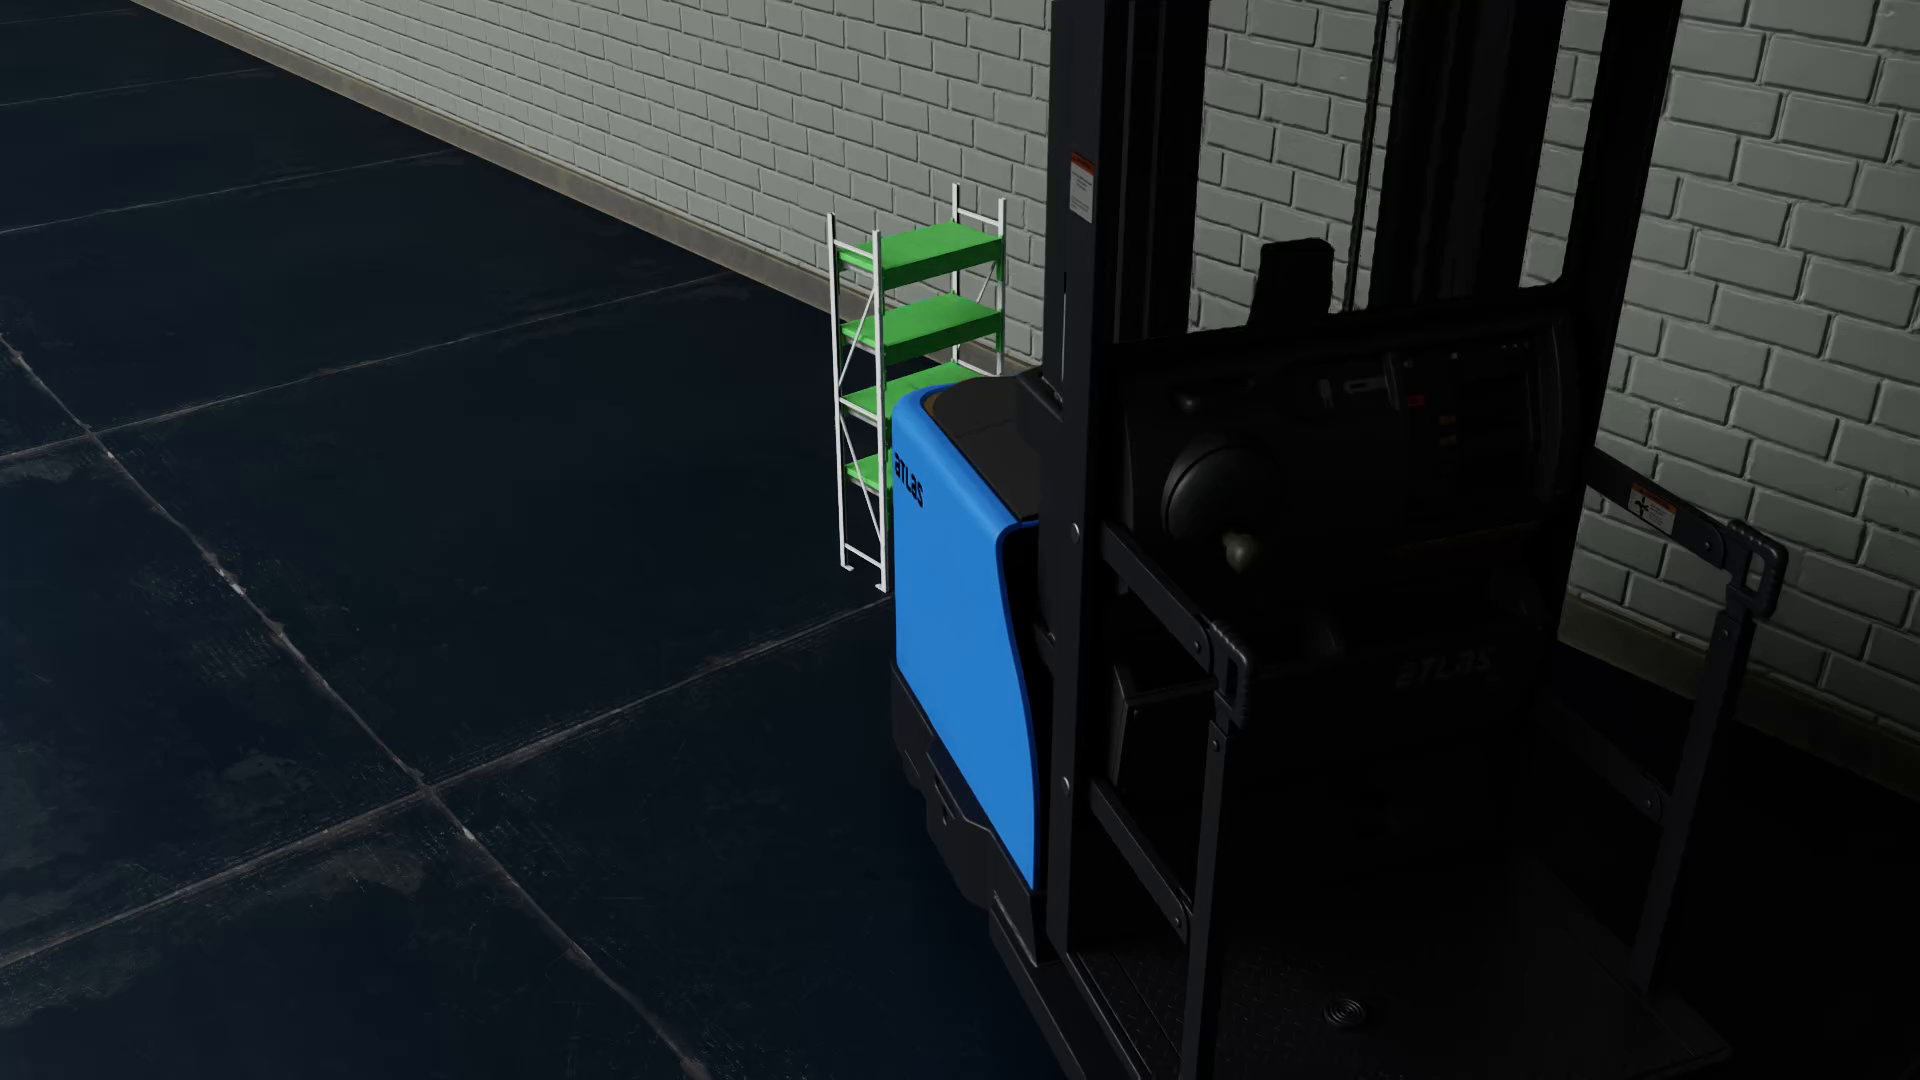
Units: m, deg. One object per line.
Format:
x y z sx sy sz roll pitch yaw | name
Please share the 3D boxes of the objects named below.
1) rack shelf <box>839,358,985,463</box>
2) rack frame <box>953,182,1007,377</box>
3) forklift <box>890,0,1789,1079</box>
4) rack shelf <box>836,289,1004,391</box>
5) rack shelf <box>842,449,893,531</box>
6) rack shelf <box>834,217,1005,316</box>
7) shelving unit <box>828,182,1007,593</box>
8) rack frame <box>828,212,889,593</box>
-0.126 -0.422 5.330 0.480 0.148 0.258 -22 35 -35 | rack shelf
0.060 -0.553 5.439 0.015 1.200 0.240 -22 35 -35 | rack frame
0.791 -0.139 2.828 1.130 2.935 3.031 -10 30 -17 | forklift
-0.126 -0.634 5.217 0.480 0.148 0.258 -22 35 -35 | rack shelf
-0.126 -0.211 5.443 0.480 0.148 0.258 -22 35 -35 | rack shelf
-0.126 -0.846 5.103 0.480 0.148 0.258 -22 35 -35 | rack shelf
-0.126 -0.479 5.300 0.503 1.200 0.258 -22 35 -35 | shelving unit
-0.312 -0.404 5.160 0.015 1.200 0.240 -22 35 -35 | rack frame
